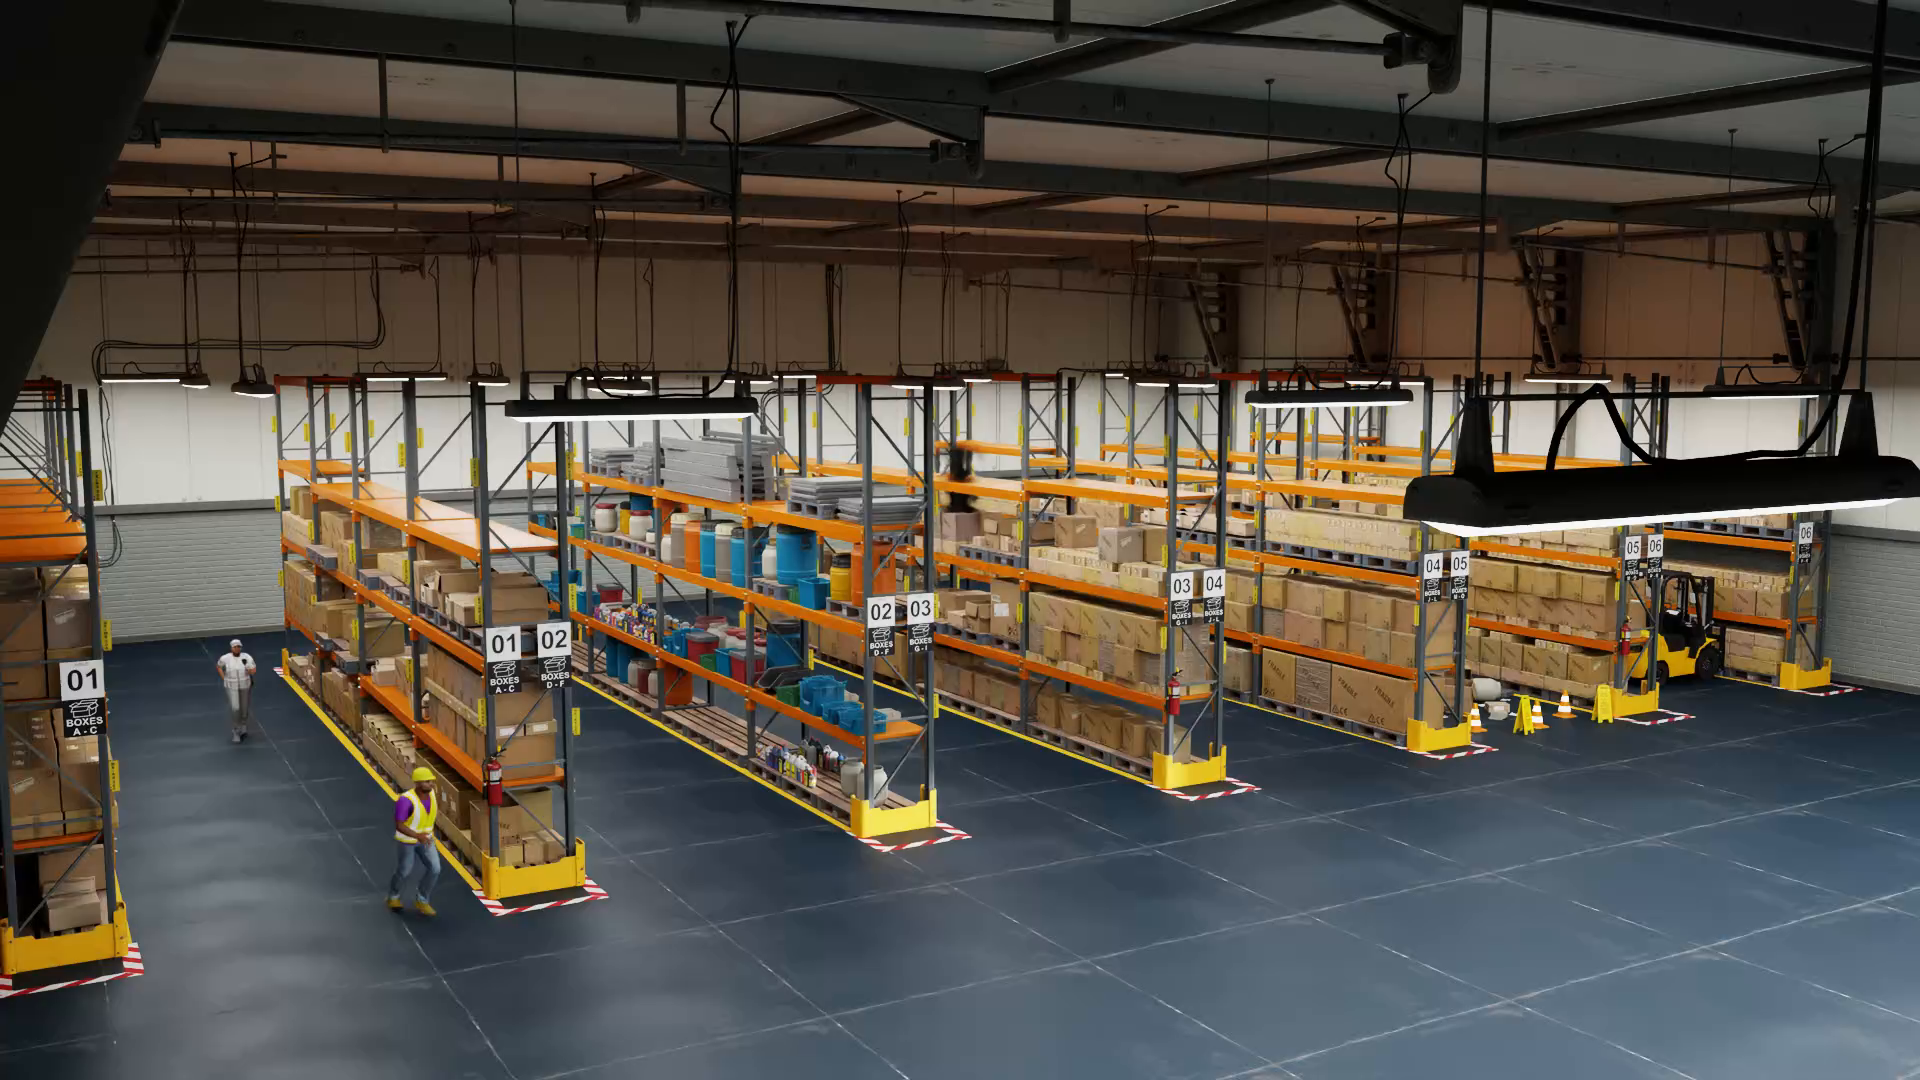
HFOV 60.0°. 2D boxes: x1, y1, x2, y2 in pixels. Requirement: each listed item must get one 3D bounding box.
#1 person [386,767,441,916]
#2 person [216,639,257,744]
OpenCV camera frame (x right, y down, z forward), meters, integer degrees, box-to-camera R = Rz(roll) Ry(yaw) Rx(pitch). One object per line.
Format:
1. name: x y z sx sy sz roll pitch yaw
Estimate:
1. person: -6.202 3.432 18.967 0.870 1.753 0.689 5 8 38
2. person: -11.990 2.483 27.619 0.608 1.707 0.737 -3 7 -28
